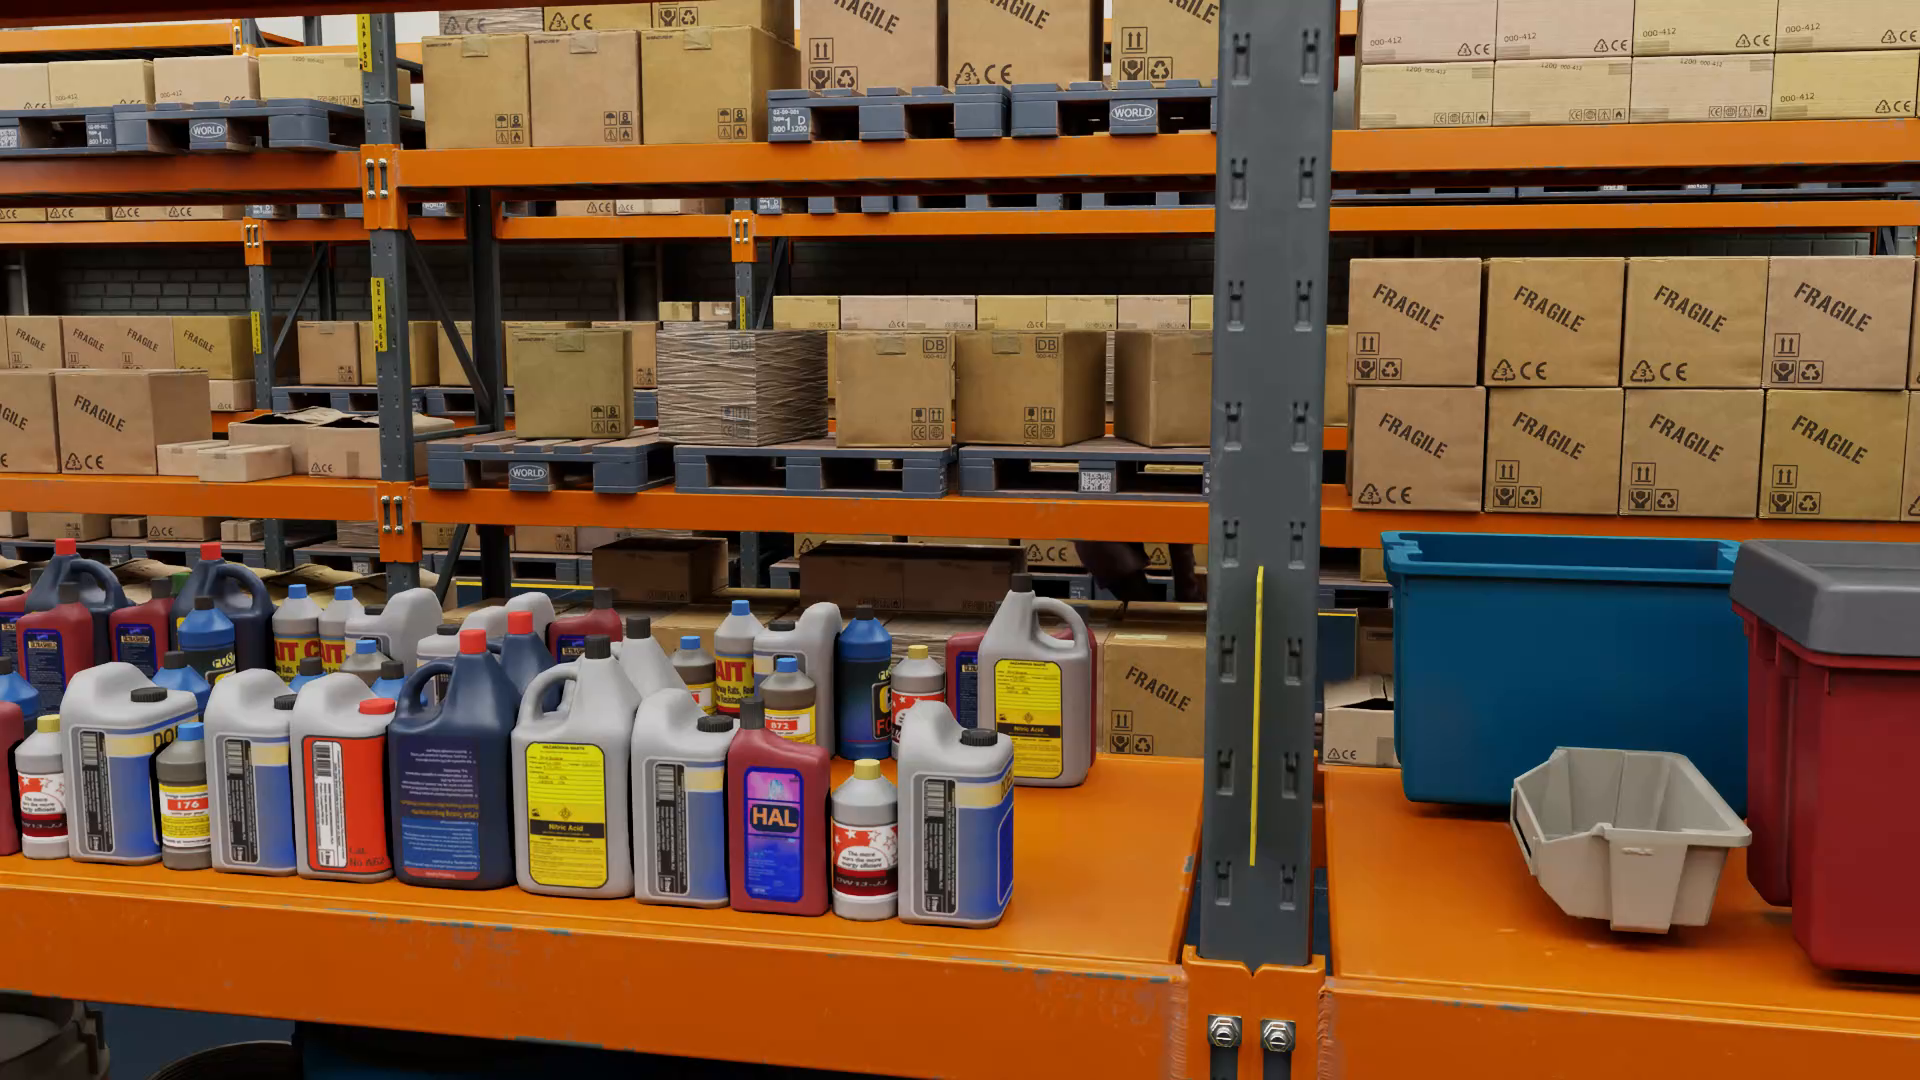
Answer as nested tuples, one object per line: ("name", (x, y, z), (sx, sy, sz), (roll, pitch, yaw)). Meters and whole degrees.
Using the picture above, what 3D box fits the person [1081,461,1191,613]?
("person", (0.981, -0.010, 9.287), (0.633, 1.689, 0.540), (1, 8, 10))
